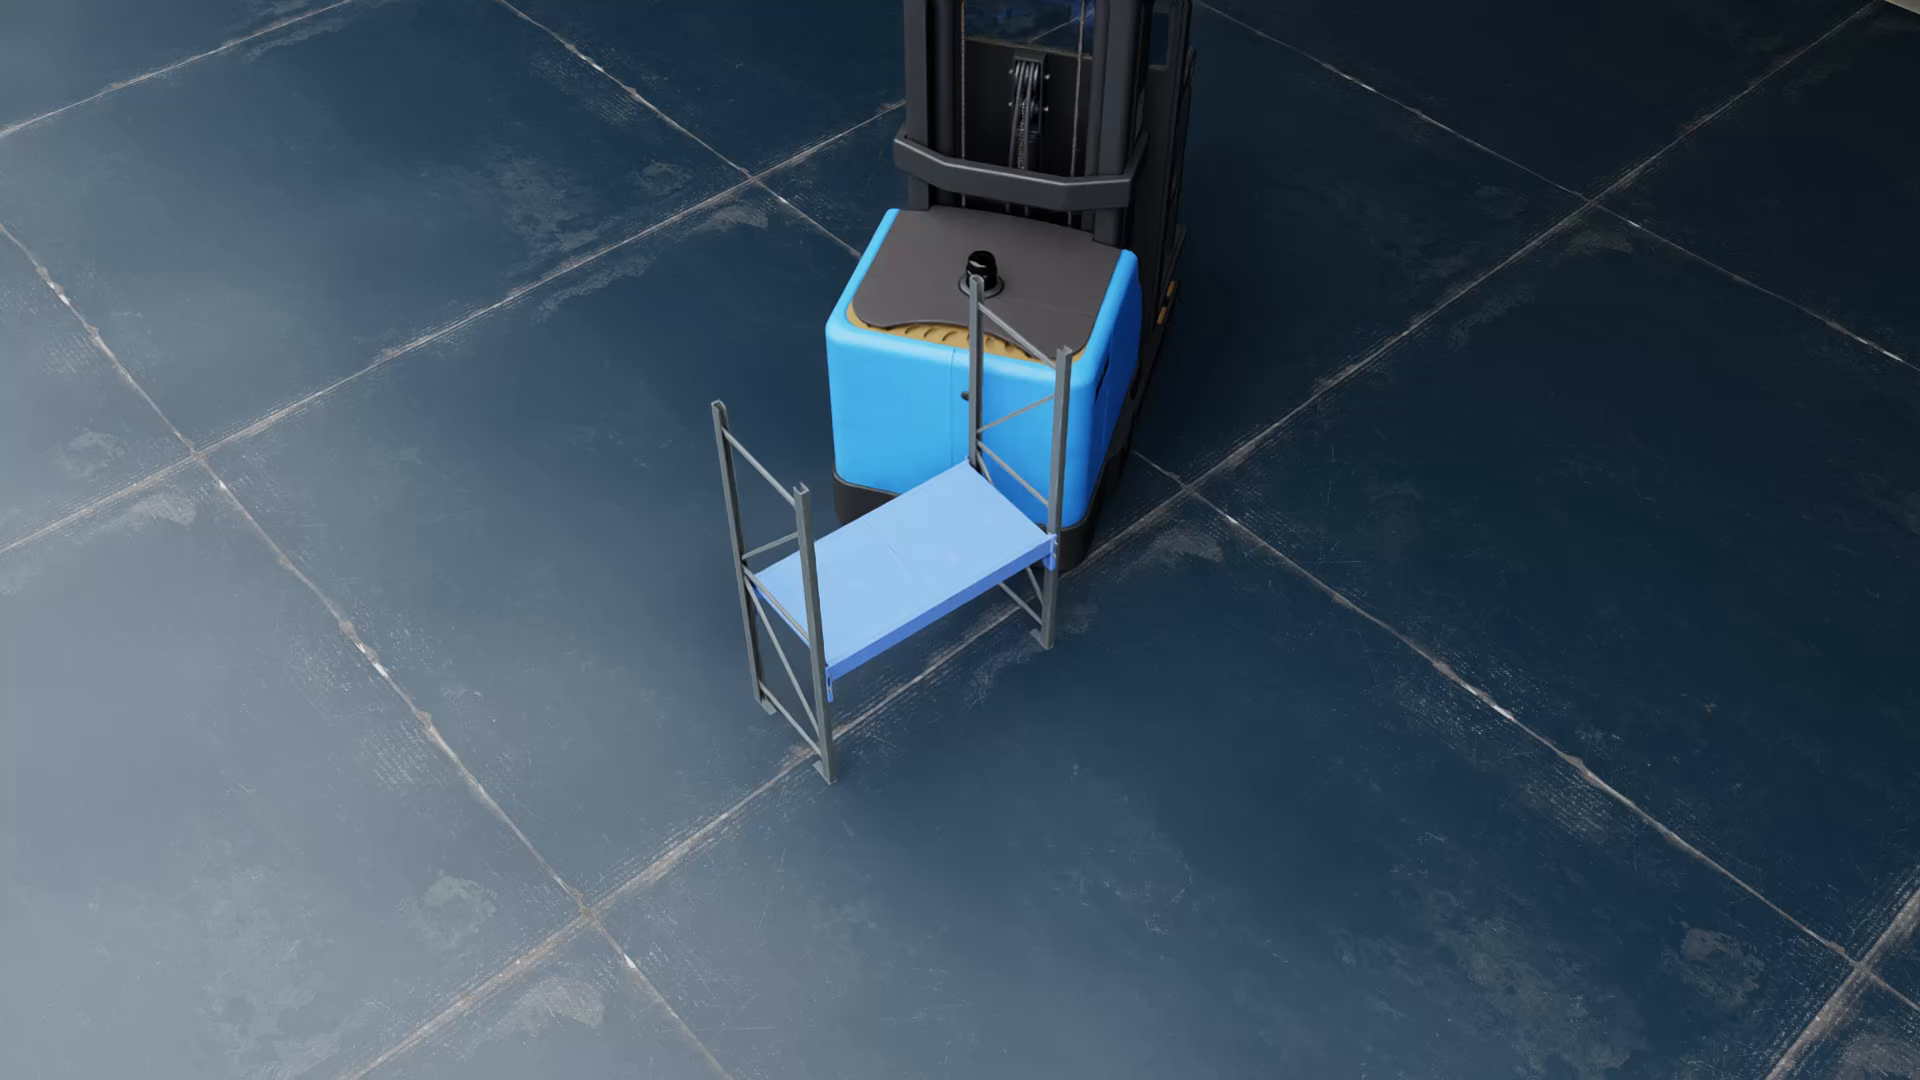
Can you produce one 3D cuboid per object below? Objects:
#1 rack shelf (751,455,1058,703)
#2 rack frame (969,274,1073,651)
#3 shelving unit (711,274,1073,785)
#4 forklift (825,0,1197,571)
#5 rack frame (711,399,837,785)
[{"bbox_3d":[-0.206,0.117,5.920,1.000,0.185,0.538,-30,54,-25],"label":"rack shelf"},{"bbox_3d":[0.196,-0.233,5.998,0.032,1.500,0.500,-30,54,-25],"label":"rack frame"},{"bbox_3d":[-0.206,-0.005,5.787,1.048,1.500,0.538,-30,54,-25],"label":"shelving unit"},{"bbox_3d":[0.396,-1.979,6.635,1.130,2.935,3.031,12,48,11],"label":"forklift"},{"bbox_3d":[-0.608,0.224,5.576,0.032,1.500,0.500,-30,54,-25],"label":"rack frame"}]
